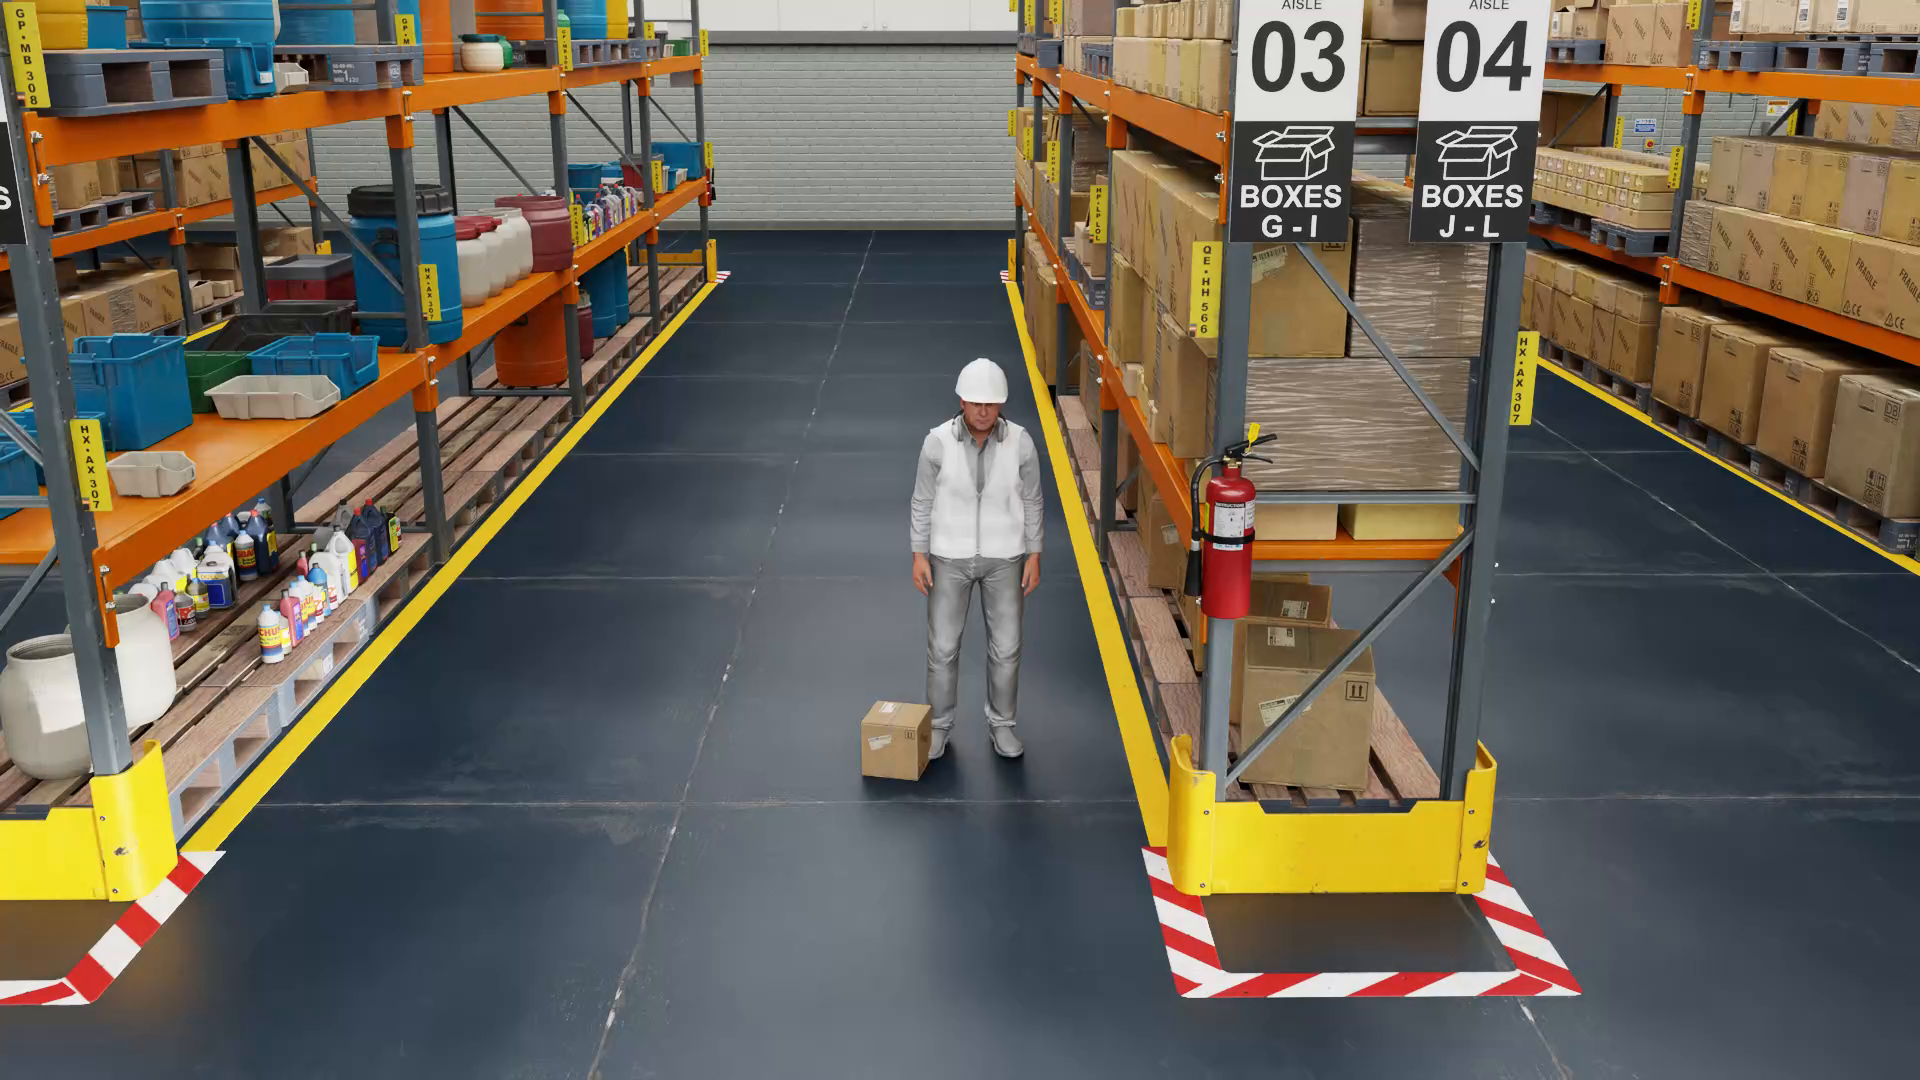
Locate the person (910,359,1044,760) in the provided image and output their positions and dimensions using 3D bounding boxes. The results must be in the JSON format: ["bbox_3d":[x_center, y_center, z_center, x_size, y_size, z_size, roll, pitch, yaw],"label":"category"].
[{"bbox_3d":[0.074,0.078,7.242,0.581,1.771,0.461,-1,17,-2],"label":"person"}]
